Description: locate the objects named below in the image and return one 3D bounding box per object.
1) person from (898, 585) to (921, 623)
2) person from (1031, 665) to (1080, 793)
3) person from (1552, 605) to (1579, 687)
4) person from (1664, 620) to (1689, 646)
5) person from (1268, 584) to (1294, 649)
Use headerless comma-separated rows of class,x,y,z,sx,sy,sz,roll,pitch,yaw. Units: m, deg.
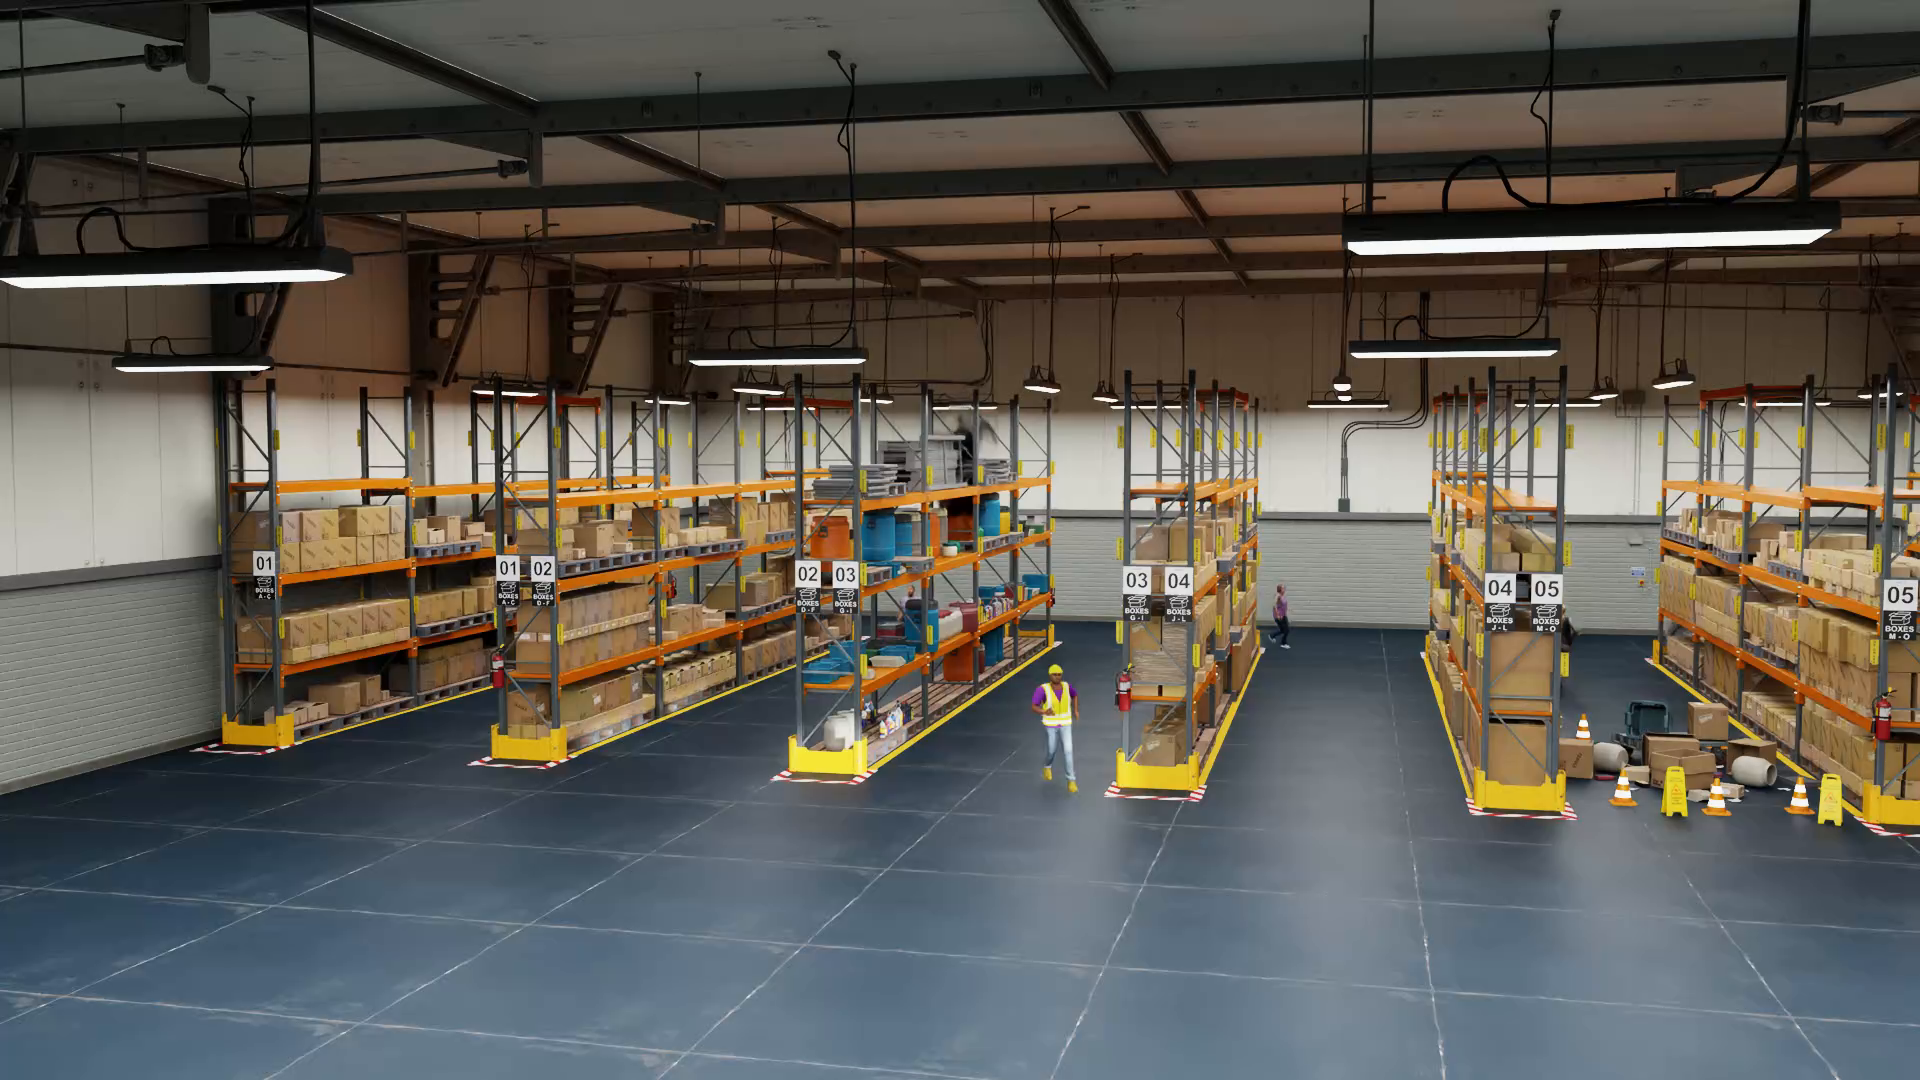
person,-1.081,1.773,36.047,0.615,1.583,0.503,1,4,13
person,1.381,2.671,23.930,0.756,1.787,0.933,-1,4,-14
person,12.071,2.145,33.437,0.668,1.716,0.758,1,4,12
person,16.527,1.845,38.357,0.872,1.682,0.655,3,4,37
person,7.646,1.848,40.050,0.614,1.570,0.637,3,5,44
